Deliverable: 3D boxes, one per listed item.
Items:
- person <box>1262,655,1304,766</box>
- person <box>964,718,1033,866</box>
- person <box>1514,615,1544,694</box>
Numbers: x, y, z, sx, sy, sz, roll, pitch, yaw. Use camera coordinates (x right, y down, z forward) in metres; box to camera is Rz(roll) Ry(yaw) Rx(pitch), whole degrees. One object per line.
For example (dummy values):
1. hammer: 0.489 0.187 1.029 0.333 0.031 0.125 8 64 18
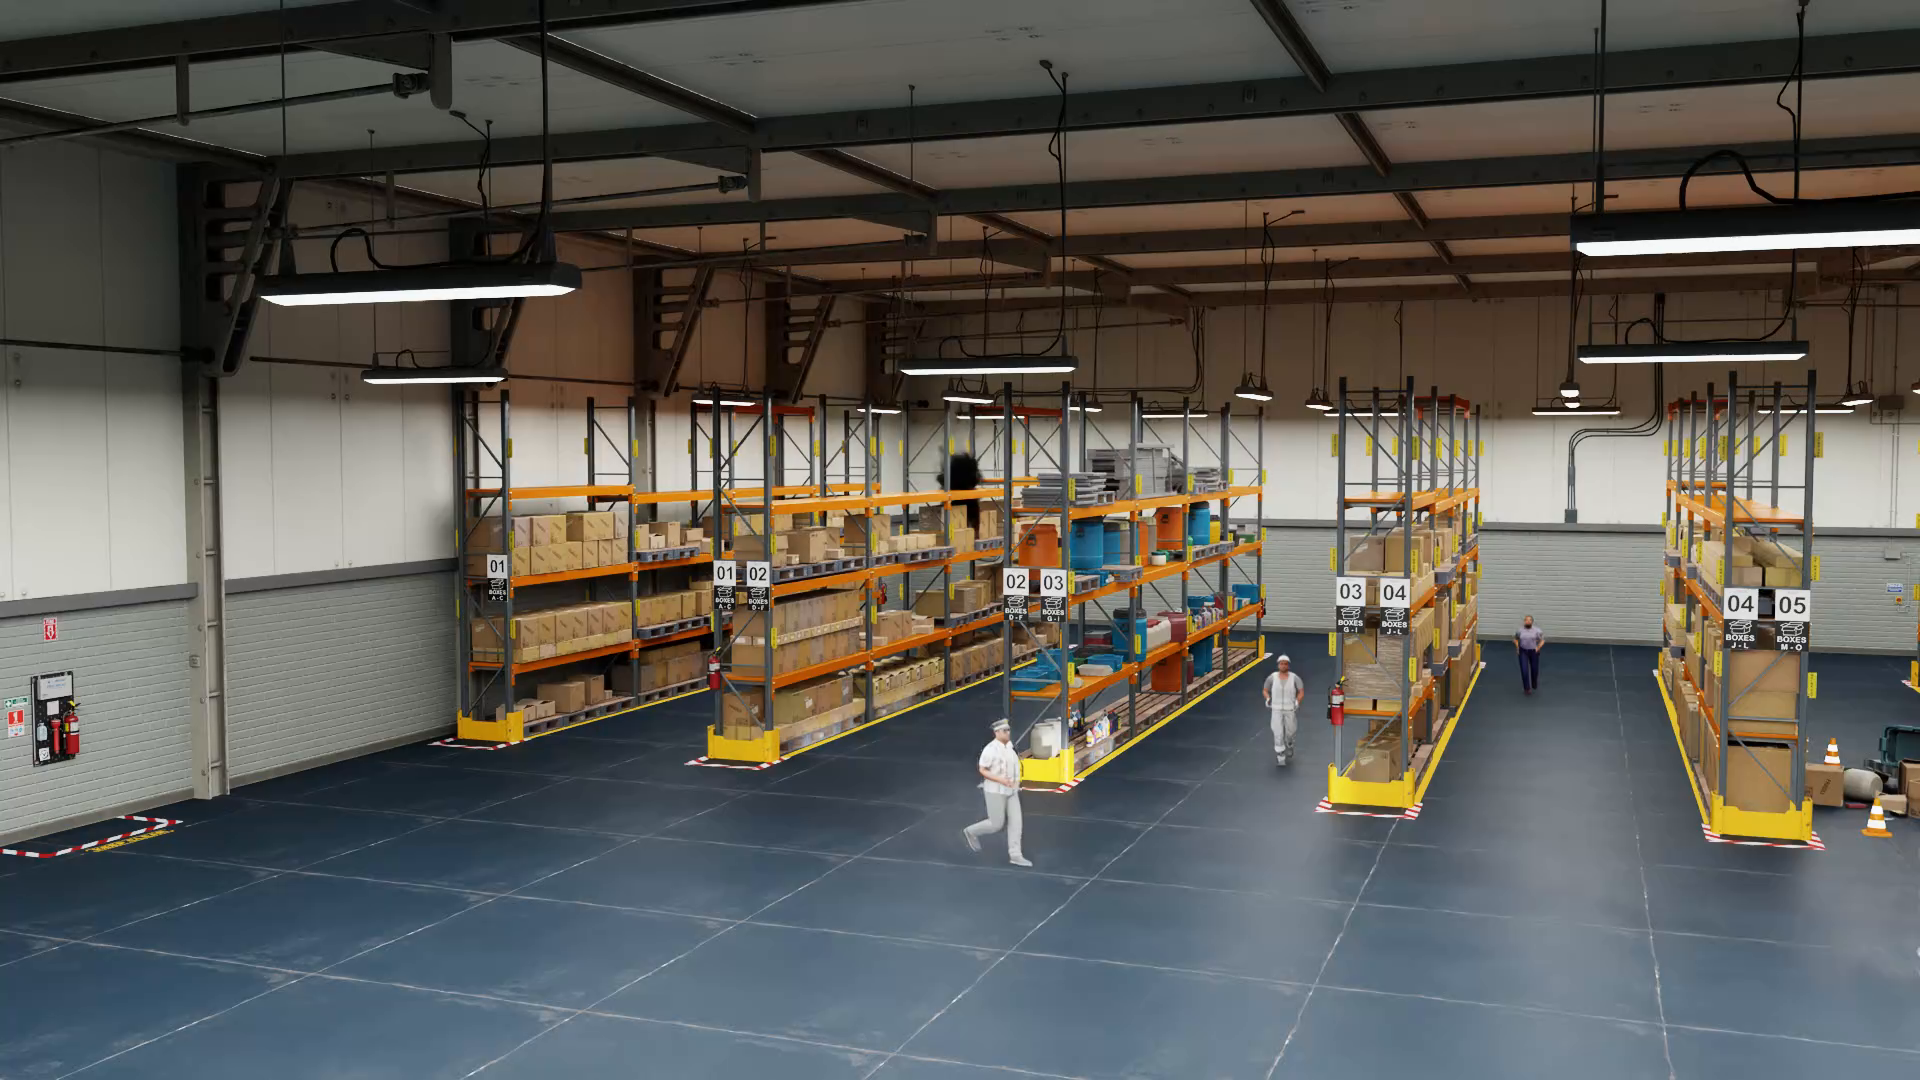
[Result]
1. person: 5.105 2.685 26.276 0.653 1.736 0.621 1 3 12
2. person: 0.484 3.017 20.043 0.945 1.763 0.663 3 4 40
3. person: 11.606 2.333 33.952 0.594 1.601 0.537 1 3 22
